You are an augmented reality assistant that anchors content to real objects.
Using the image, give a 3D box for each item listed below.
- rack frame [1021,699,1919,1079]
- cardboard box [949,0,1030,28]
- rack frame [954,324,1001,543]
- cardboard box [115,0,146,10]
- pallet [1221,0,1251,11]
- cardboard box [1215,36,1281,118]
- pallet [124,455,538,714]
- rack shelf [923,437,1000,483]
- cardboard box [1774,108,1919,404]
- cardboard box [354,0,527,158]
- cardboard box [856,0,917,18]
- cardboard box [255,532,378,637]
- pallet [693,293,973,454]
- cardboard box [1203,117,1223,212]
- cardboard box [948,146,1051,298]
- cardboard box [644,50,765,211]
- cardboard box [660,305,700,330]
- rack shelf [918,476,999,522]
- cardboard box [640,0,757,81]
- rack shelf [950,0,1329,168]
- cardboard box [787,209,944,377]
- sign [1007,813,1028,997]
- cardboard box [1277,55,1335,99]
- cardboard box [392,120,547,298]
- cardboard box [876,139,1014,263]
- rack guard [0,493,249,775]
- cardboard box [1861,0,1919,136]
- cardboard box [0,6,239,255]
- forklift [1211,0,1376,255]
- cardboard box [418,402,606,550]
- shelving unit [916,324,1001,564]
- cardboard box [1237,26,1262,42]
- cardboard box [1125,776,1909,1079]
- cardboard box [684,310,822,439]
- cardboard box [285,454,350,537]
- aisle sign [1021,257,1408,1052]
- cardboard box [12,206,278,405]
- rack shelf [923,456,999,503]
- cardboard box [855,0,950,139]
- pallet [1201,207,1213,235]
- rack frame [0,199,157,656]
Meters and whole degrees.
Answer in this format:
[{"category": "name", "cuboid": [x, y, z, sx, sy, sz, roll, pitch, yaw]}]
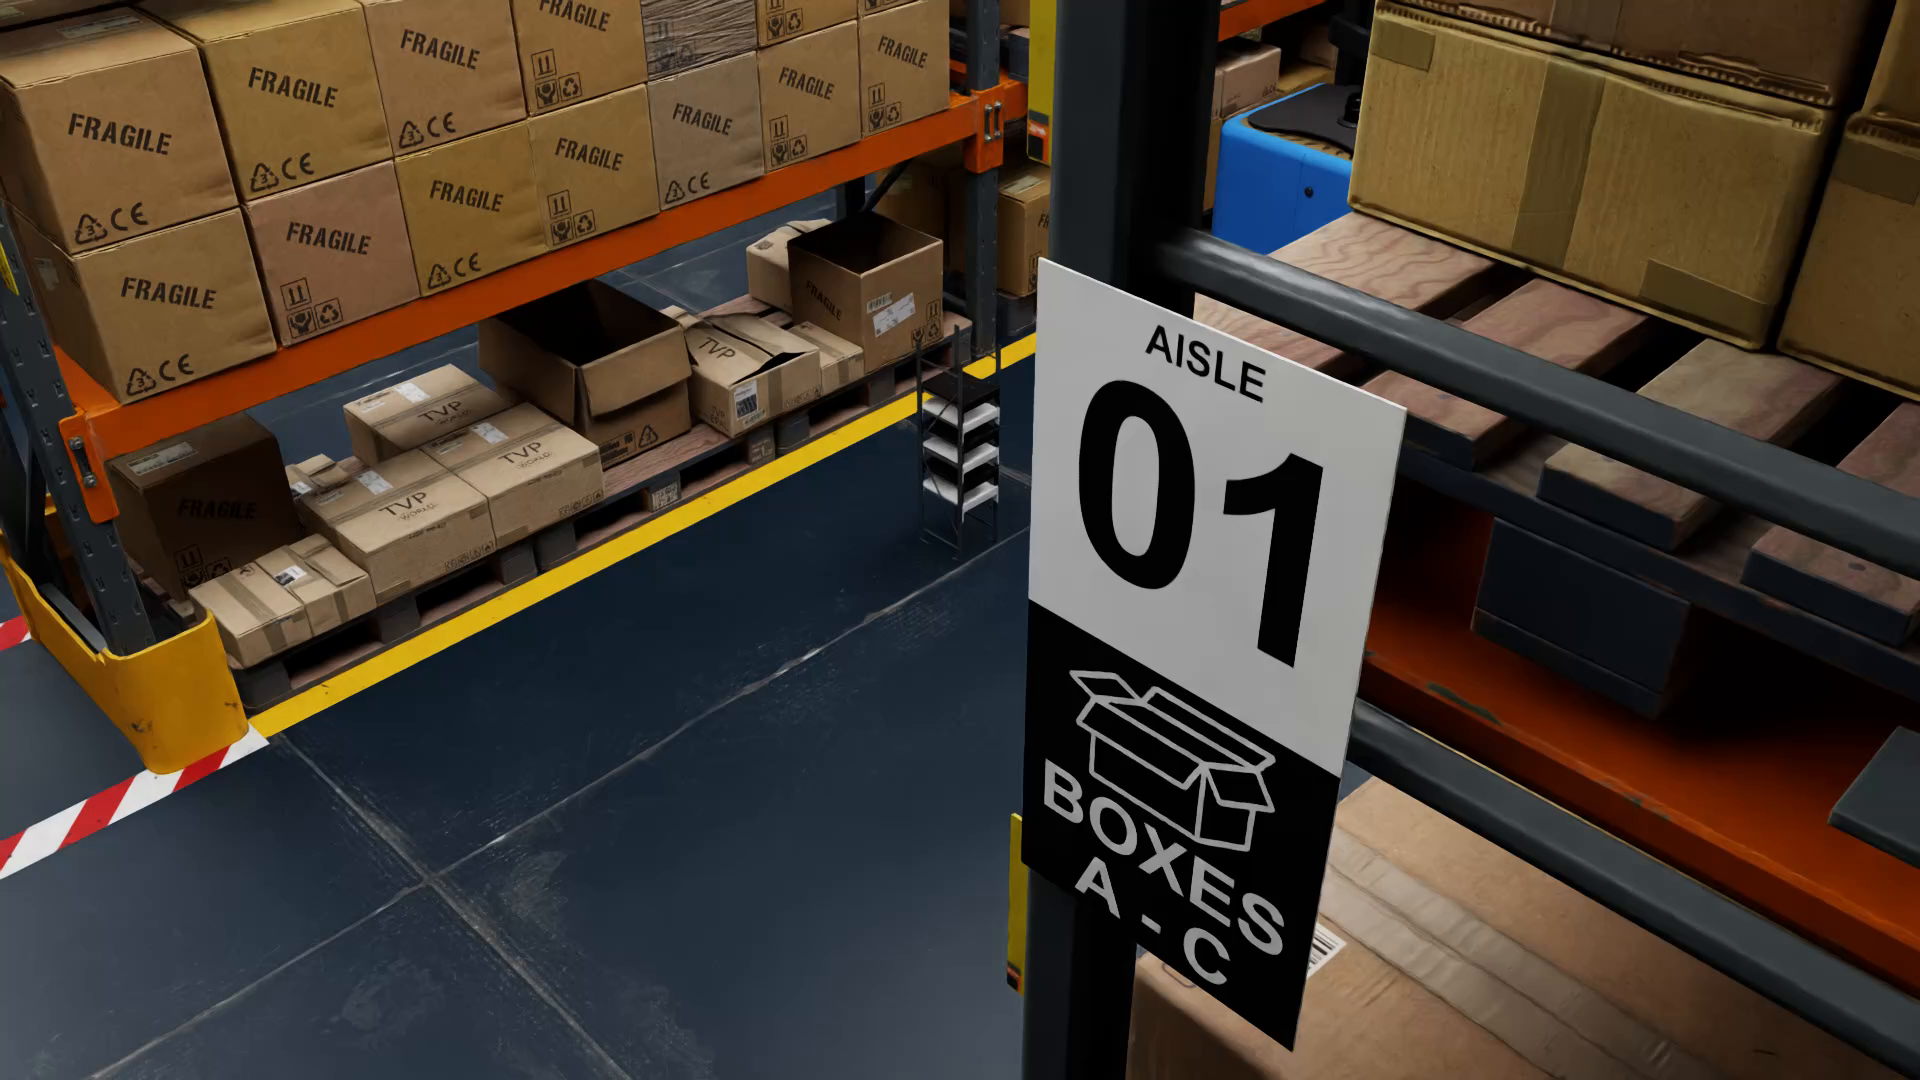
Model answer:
[{"category": "rack frame", "cuboid": [0.477, 1.298, 2.266, 1.000, 3.000, 0.127, 30, 45, 35]}, {"category": "cardboard box", "cuboid": [0.270, -2.636, 7.453, 0.700, 0.500, 0.500, 15, 38, 21]}, {"category": "rack frame", "cuboid": [0.066, -0.407, 6.547, 0.240, 0.900, 0.006, 30, 45, 35]}, {"category": "cardboard box", "cuboid": [-2.567, -1.645, 5.525, 0.500, 0.500, 0.500, -29, 44, -34]}, {"category": "pallet", "cuboid": [1.229, -3.074, 8.703, 1.003, 0.211, 1.213, 30, 45, 35]}, {"category": "cardboard box", "cuboid": [1.349, -2.491, 8.845, 0.500, 0.250, 0.500, 29, 44, 35]}, {"category": "pallet", "cuboid": [-2.426, 0.092, 6.433, 1.003, 0.211, 1.213, 30, 45, 35]}, {"category": "rack shelf", "cuboid": [-0.006, -0.338, 6.507, 0.258, 0.077, 0.200, 30, 45, 35]}, {"category": "cardboard box", "cuboid": [1.166, -0.281, 1.585, 0.500, 0.250, 0.500, -27, 43, -33]}, {"category": "cardboard box", "cuboid": [-1.822, -1.638, 5.515, 0.500, 0.500, 0.500, -29, 44, -35]}, {"category": "cardboard box", "cuboid": [-0.395, -2.462, 6.696, 0.500, 0.500, 0.500, -30, 45, -35]}, {"category": "cardboard box", "cuboid": [-2.326, 0.152, 6.002, 0.380, 0.166, 0.250, 30, 45, 35]}, {"category": "pallet", "cuboid": [-0.707, -0.898, 7.853, 1.003, 0.211, 1.213, 30, 45, 35]}, {"category": "cardboard box", "cuboid": [1.017, -1.995, 8.788, 0.500, 0.500, 0.500, -29, 44, -35]}, {"category": "cardboard box", "cuboid": [0.291, -1.574, 8.185, 0.500, 0.500, 0.500, 27, 43, 33]}, {"category": "cardboard box", "cuboid": [-1.115, -1.636, 6.386, 0.500, 0.500, 0.500, -29, 44, -35]}, {"category": "cardboard box", "cuboid": [-1.274, -0.900, 7.511, 0.380, 0.166, 0.250, 30, 45, 35]}, {"category": "rack shelf", "cuboid": [-0.006, -0.191, 6.610, 0.258, 0.077, 0.200, 30, 45, 35]}, {"category": "cardboard box", "cuboid": [-1.109, -2.048, 6.103, 0.500, 0.500, 0.500, -30, 44, -35]}, {"category": "rack shelf", "cuboid": [1.187, -2.837, 8.825, 1.077, 0.370, 4.000, 30, 45, 35]}, {"category": "cardboard box", "cuboid": [-0.423, -1.130, 7.549, 0.500, 0.500, 0.500, 30, 45, 35]}, {"category": "sign", "cuboid": [0.102, 0.502, 2.189, 0.100, 0.325, 0.005, 30, 45, 35]}, {"category": "cardboard box", "cuboid": [1.739, -2.415, 9.391, 0.500, 0.500, 0.500, 28, 44, 34]}, {"category": "cardboard box", "cuboid": [-1.826, -1.226, 5.798, 0.500, 0.500, 0.500, 29, 44, 35]}, {"category": "cardboard box", "cuboid": [-0.078, -1.791, 8.497, 0.500, 0.500, 0.500, 29, 44, 35]}, {"category": "rack guard", "cuboid": [-2.987, 0.298, 5.886, 1.175, 0.500, 0.348, 30, 45, 35]}, {"category": "cardboard box", "cuboid": [1.163, -0.590, 1.373, 0.500, 0.500, 0.500, 28, 43, 34]}, {"category": "cardboard box", "cuboid": [-2.541, -1.222, 4.918, 0.500, 0.500, 0.500, -28, 44, -34]}, {"category": "forklift", "cuboid": [2.597, -2.627, 7.955, 3.031, 2.935, 1.130, -29, 44, -35]}, {"category": "cardboard box", "cuboid": [-1.752, -0.262, 6.522, 0.500, 0.250, 0.500, 30, 45, 35]}, {"category": "shelving unit", "cuboid": [-0.006, -0.366, 6.488, 0.258, 0.900, 0.210, 30, 45, 35]}, {"category": "cardboard box", "cuboid": [1.707, -2.815, 9.965, 0.500, 0.500, 0.500, 28, 44, 34]}, {"category": "cardboard box", "cuboid": [0.829, 0.964, 2.483, 0.700, 0.700, 0.980, -28, 43, -34]}, {"category": "cardboard box", "cuboid": [-0.951, -0.748, 7.166, 0.500, 0.311, 0.500, 30, 45, 35]}, {"category": "cardboard box", "cuboid": [-2.483, -0.163, 6.454, 0.380, 0.166, 0.250, 30, 45, 35]}, {"category": "aisle sign", "cuboid": [0.214, 0.140, 1.654, 0.394, 0.787, 0.004, 30, 45, 35]}, {"category": "cardboard box", "cuboid": [-2.541, -0.812, 5.204, 0.500, 0.500, 0.500, -29, 44, -35]}, {"category": "rack shelf", "cuboid": [-0.006, -0.265, 6.558, 0.258, 0.077, 0.200, 30, 45, 35]}, {"category": "cardboard box", "cuboid": [-0.393, -2.055, 6.987, 0.500, 0.500, 0.500, -29, 44, -35]}, {"category": "pallet", "cuboid": [1.183, -2.020, 9.462, 1.003, 0.211, 1.213, 30, 45, 35]}, {"category": "rack frame", "cuboid": [-3.041, -0.697, 5.127, 1.000, 3.000, 0.127, 30, 45, 35]}]
